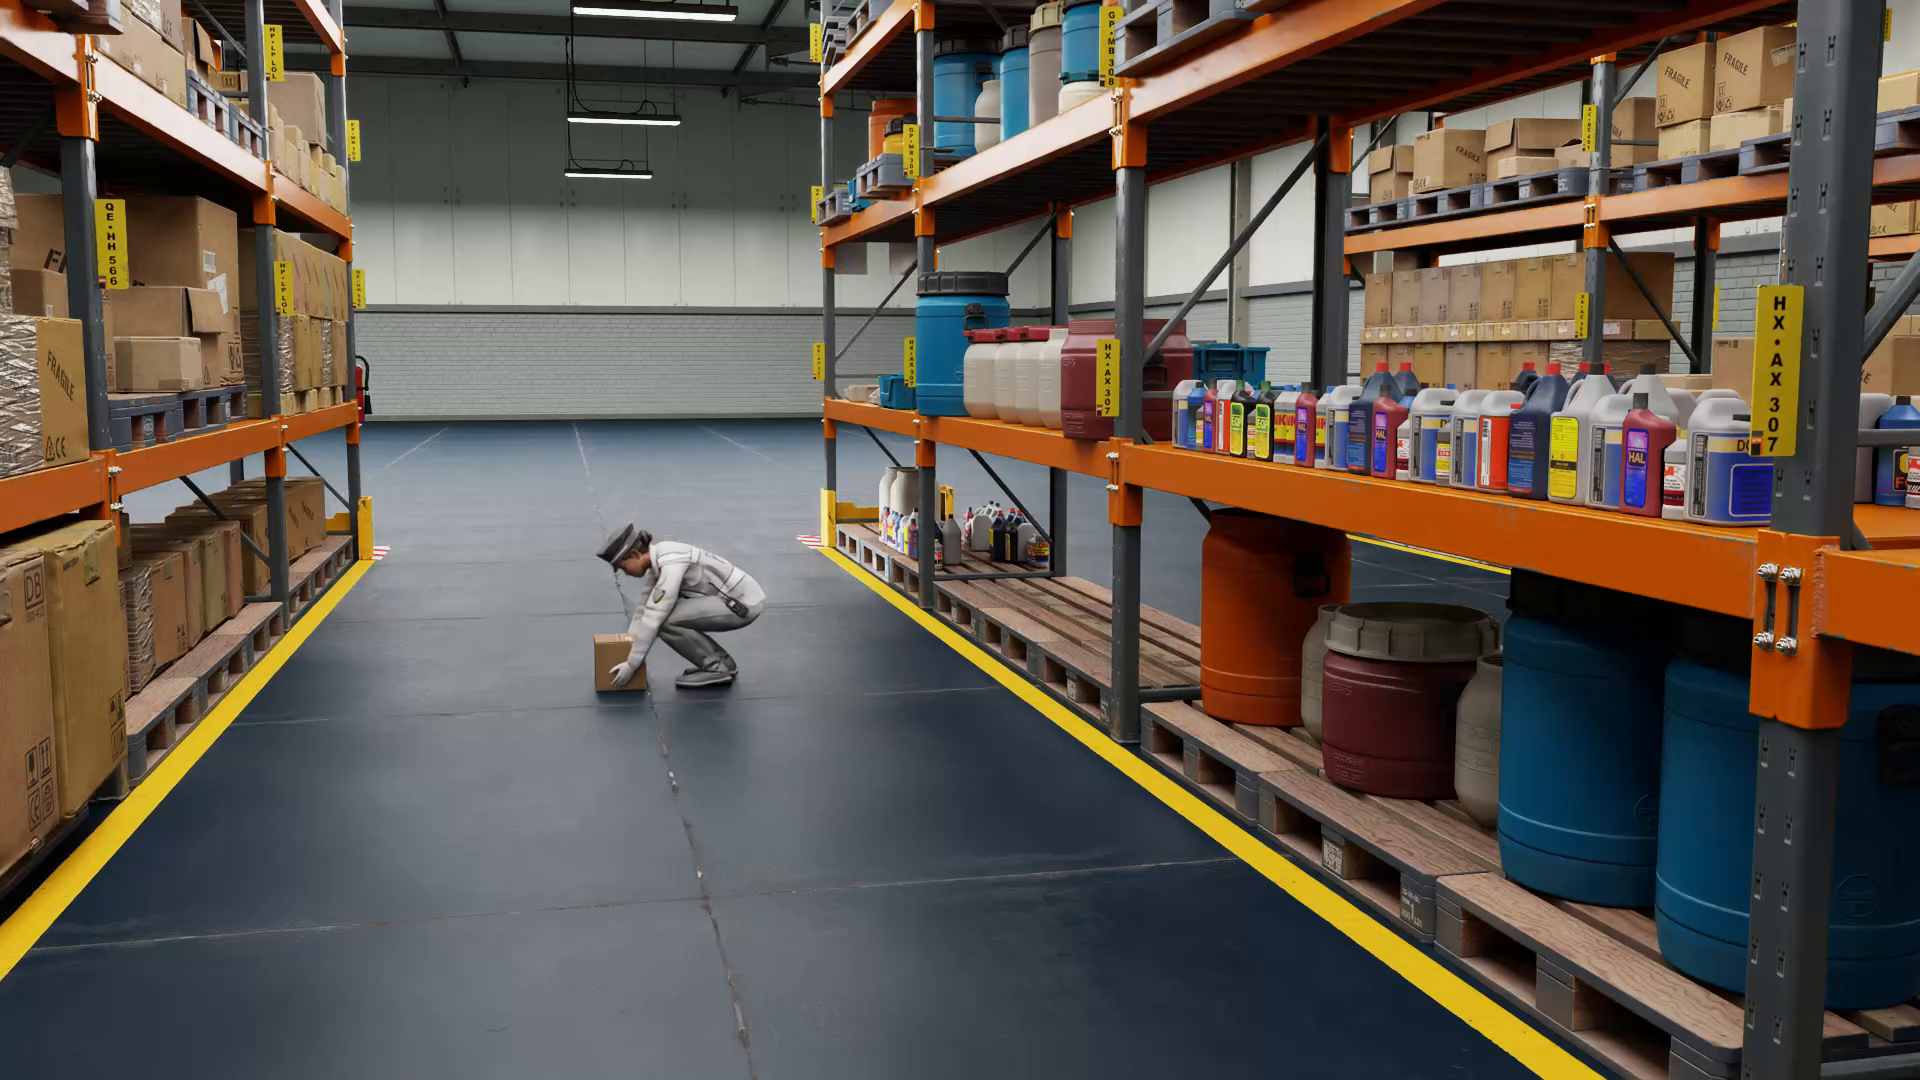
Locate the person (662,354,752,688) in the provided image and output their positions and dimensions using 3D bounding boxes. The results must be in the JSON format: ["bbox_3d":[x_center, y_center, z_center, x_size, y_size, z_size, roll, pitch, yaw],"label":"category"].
[{"bbox_3d":[-1.302,-0.106,8.511,0.463,1.690,0.494,-2,6,-14],"label":"person"}]
